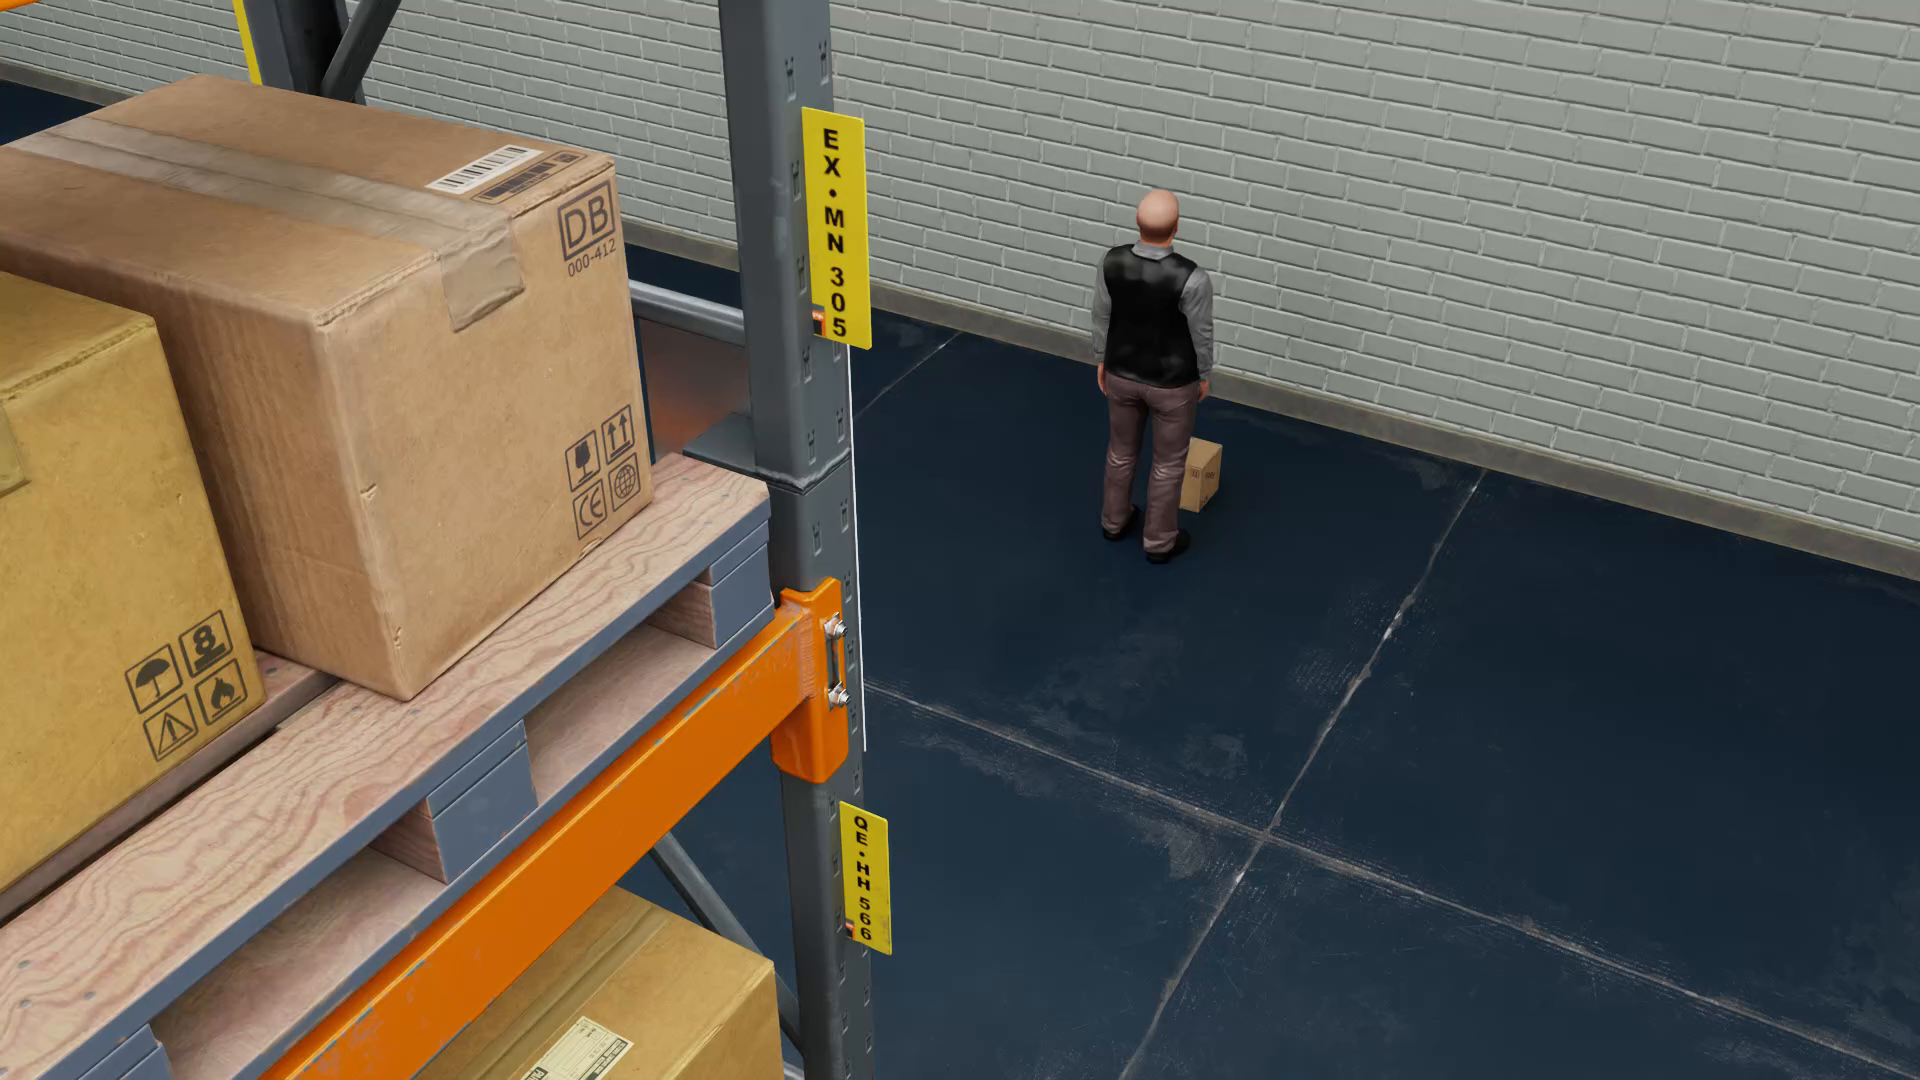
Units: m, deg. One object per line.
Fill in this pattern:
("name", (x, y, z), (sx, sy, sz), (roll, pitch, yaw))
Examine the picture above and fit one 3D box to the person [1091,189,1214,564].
("person", (0.840, -0.717, 7.237), (0.545, 1.734, 0.405), (19, 38, 25))
